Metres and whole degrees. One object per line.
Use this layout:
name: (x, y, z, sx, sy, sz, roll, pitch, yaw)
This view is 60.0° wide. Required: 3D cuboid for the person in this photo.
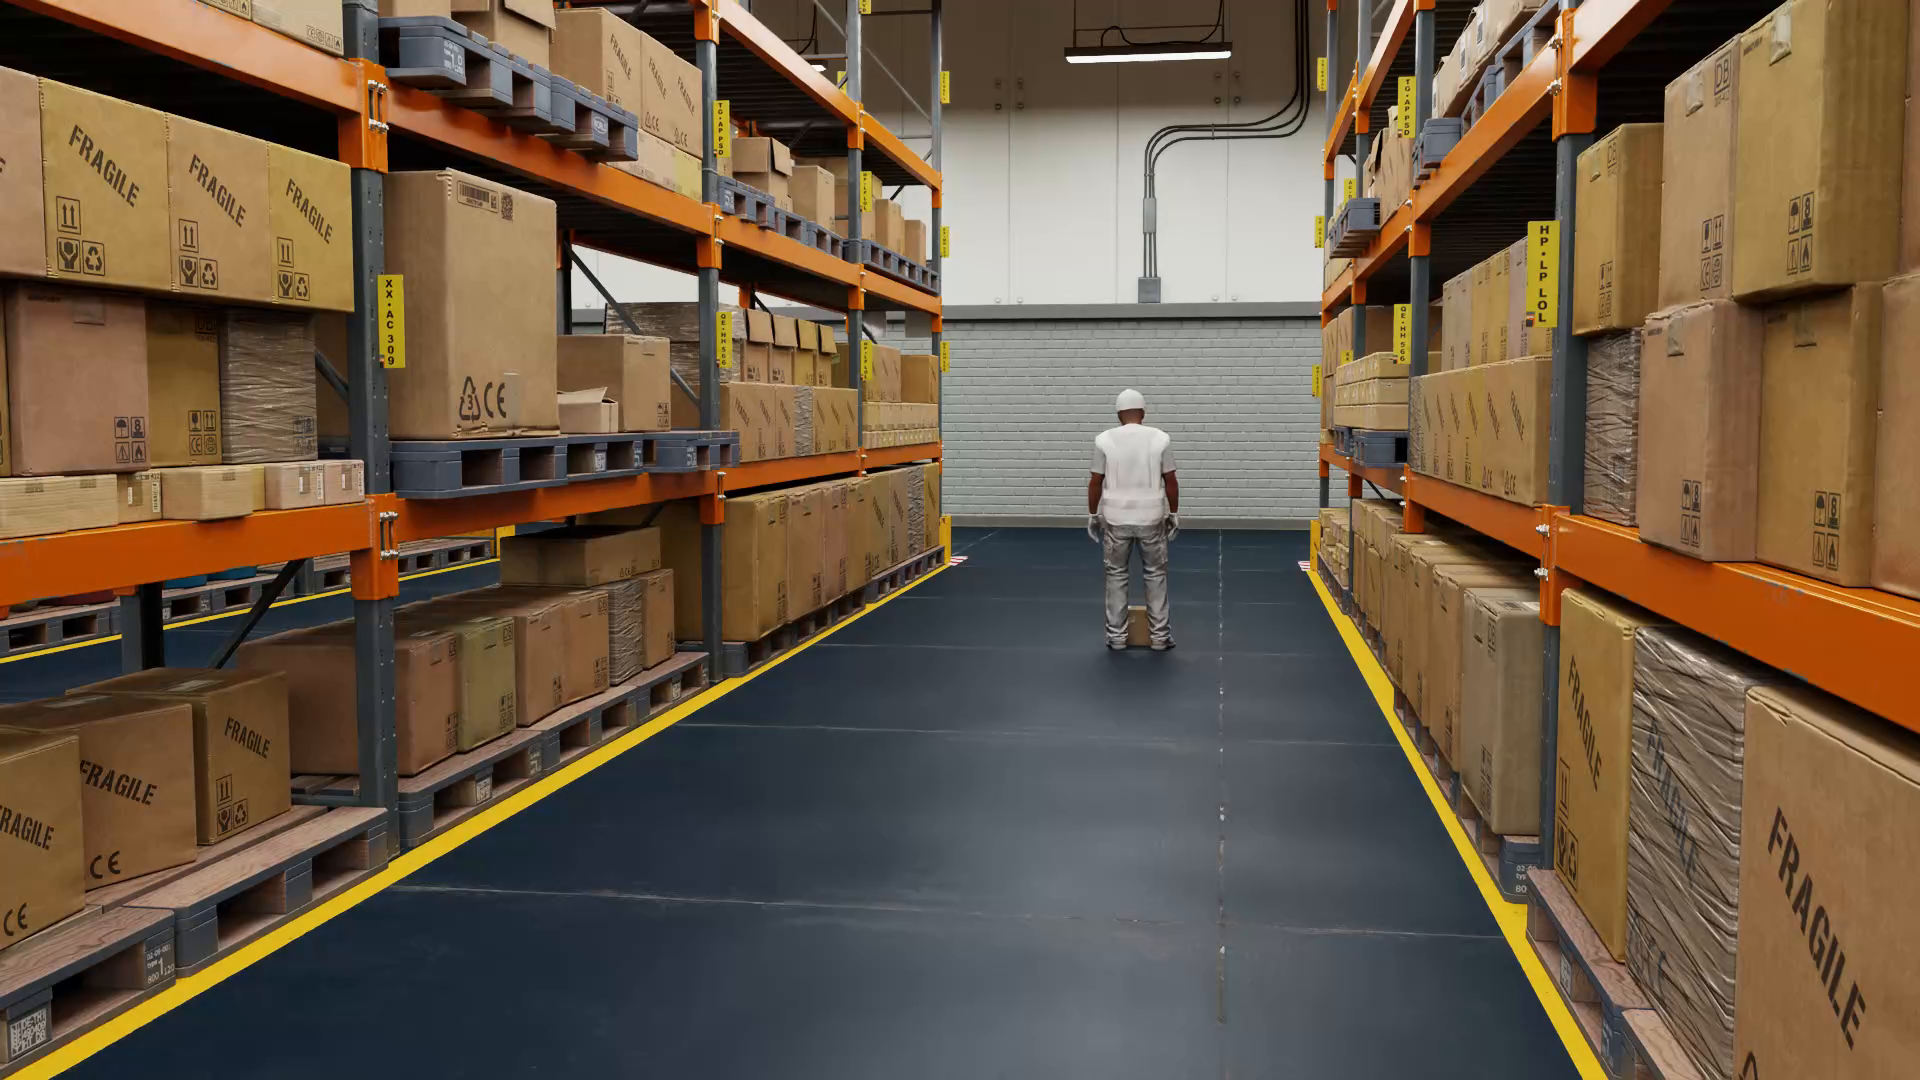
person: (1.185, -0.141, 11.359, 0.625, 1.772, 0.452, 0, 4, 5)
